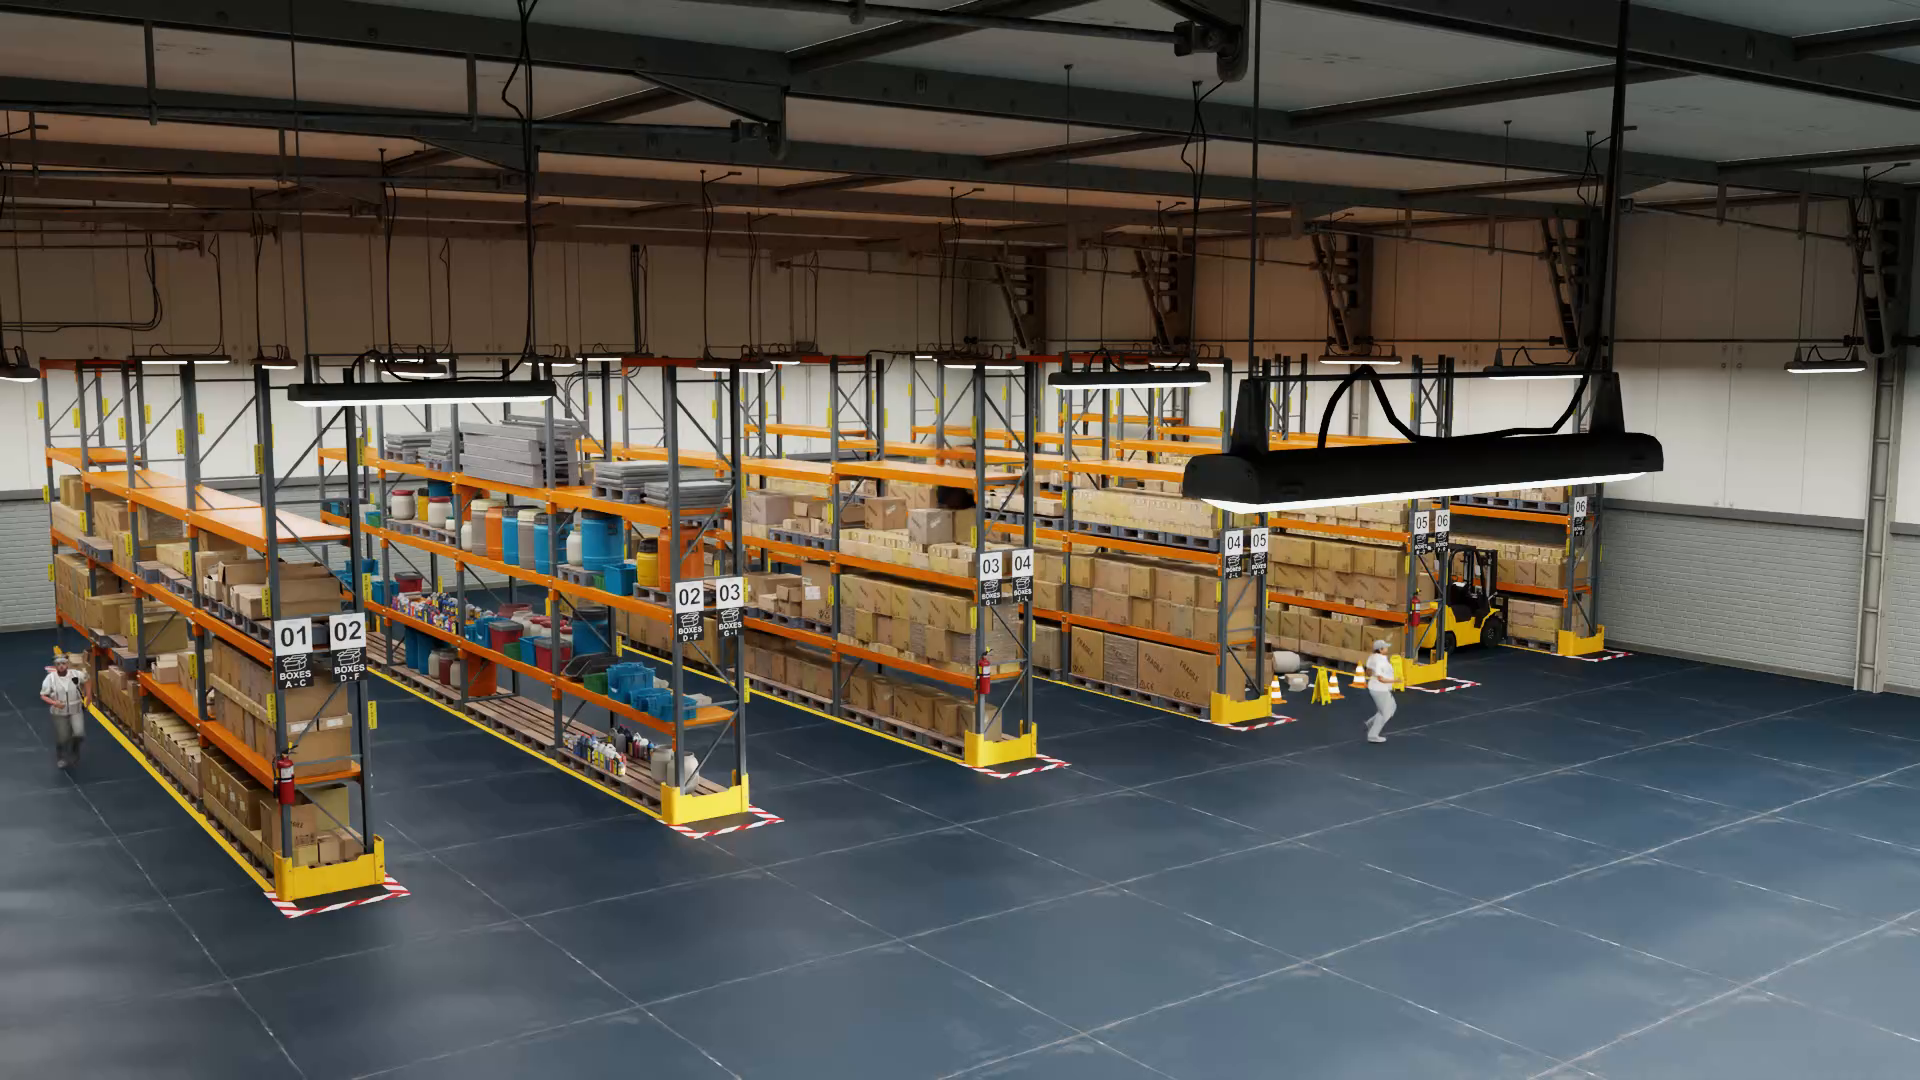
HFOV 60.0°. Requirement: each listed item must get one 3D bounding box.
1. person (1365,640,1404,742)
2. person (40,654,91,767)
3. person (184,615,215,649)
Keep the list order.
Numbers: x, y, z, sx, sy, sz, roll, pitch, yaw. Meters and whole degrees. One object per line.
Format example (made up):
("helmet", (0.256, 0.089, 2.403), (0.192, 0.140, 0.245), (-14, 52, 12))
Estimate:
("person", (6.701, 2.373, 26.249), (0.540, 1.623, 0.595), (1, 7, 6))
("person", (-13.154, 2.520, 24.526), (0.687, 1.738, 0.769), (-4, 8, -33))
("person", (-14.785, 1.590, 32.327), (0.684, 1.752, 0.785), (-4, 8, -32))
